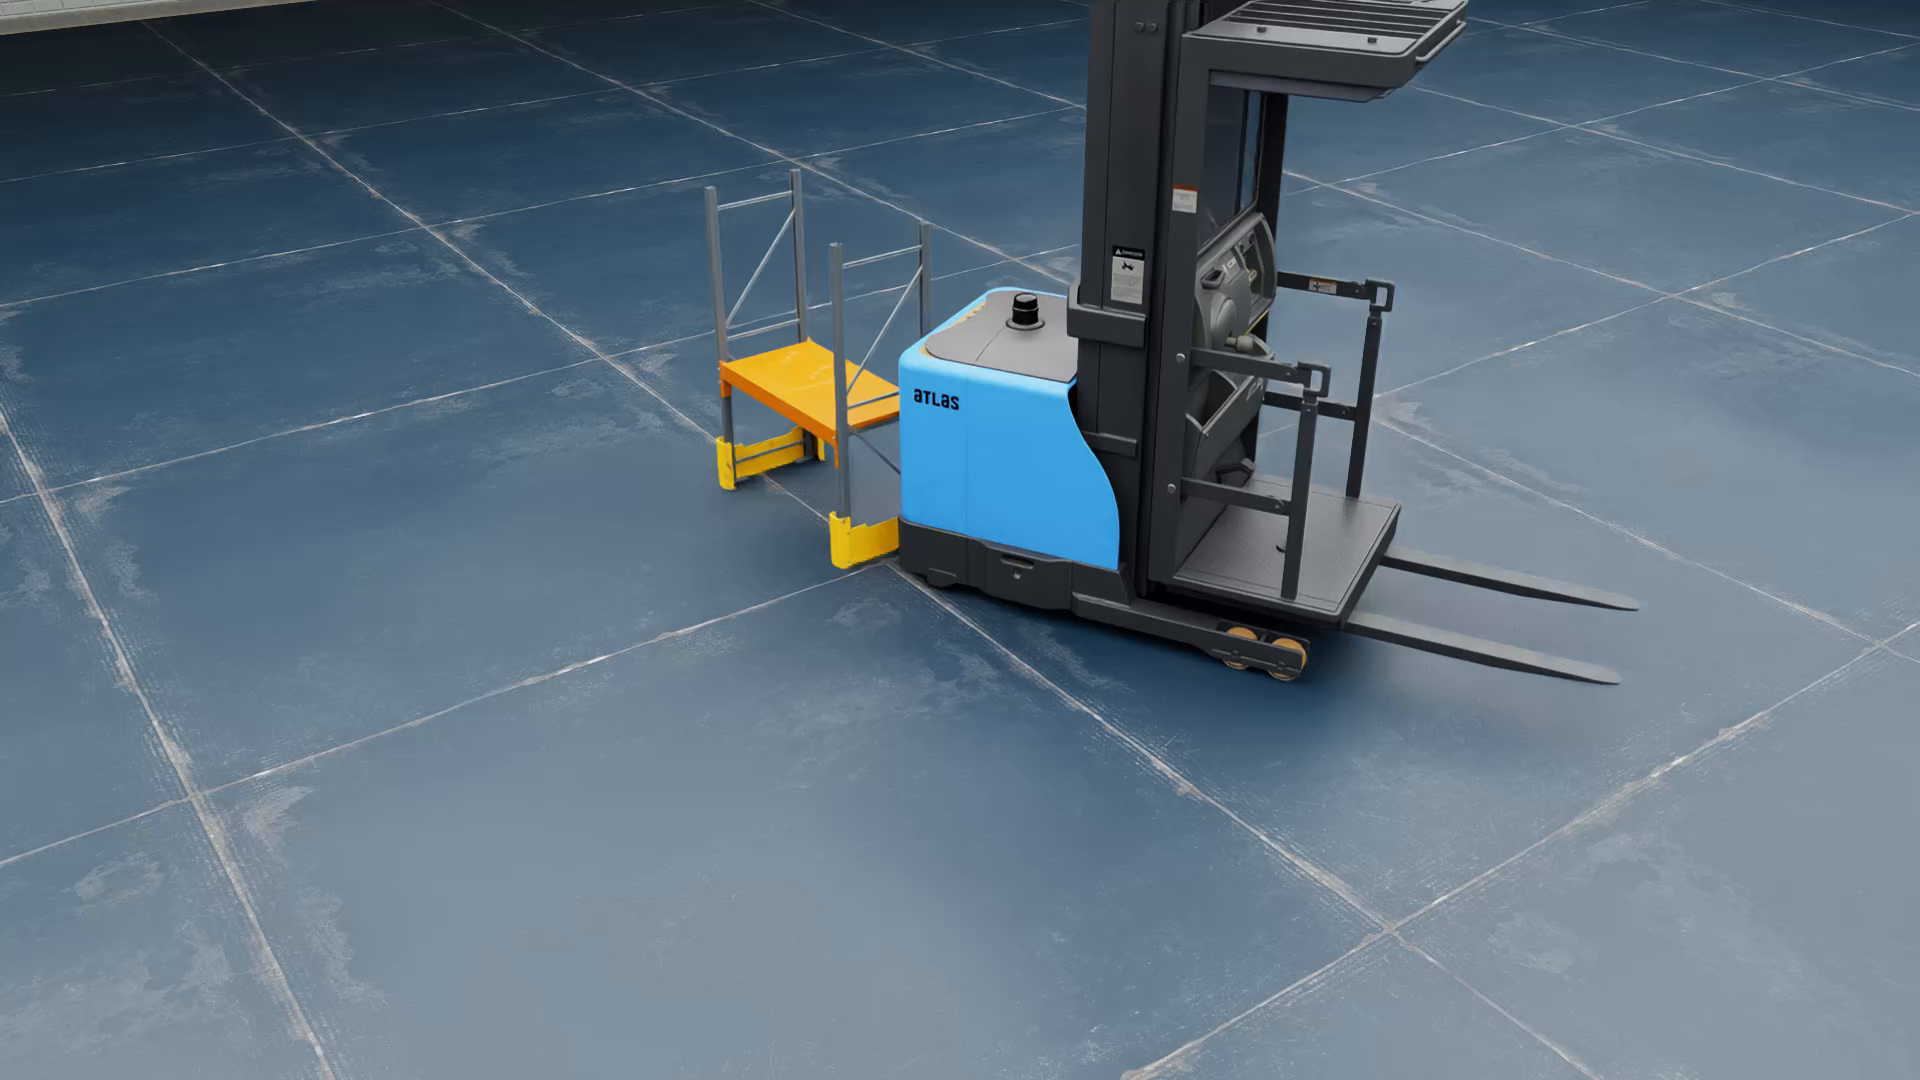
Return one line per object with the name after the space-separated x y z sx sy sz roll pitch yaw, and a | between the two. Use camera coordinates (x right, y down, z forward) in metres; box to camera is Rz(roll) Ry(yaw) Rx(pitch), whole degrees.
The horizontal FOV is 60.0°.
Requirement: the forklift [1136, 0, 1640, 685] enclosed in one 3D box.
1.279 -1.009 6.538 3.031 2.935 1.121 13 31 23 | forklift

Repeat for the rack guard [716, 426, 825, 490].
-0.943 -0.455 8.326 0.587 0.250 0.087 -20 34 -33 | rack guard

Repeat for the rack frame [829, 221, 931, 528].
-0.333 -0.628 7.334 0.500 1.500 0.032 -20 34 -33 | rack frame

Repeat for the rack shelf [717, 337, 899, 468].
-0.644 -0.661 7.773 0.538 0.185 1.000 -20 34 -33 | rack shelf

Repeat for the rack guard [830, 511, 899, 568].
-0.334 -0.079 7.633 0.587 0.250 0.087 -20 34 -33 | rack guard

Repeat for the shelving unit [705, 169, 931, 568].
-0.639 -0.816 7.681 0.587 1.500 1.083 -20 34 -33 | shelving unit

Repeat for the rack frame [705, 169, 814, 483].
-0.955 -1.011 8.041 0.500 1.500 0.032 -20 34 -33 | rack frame
